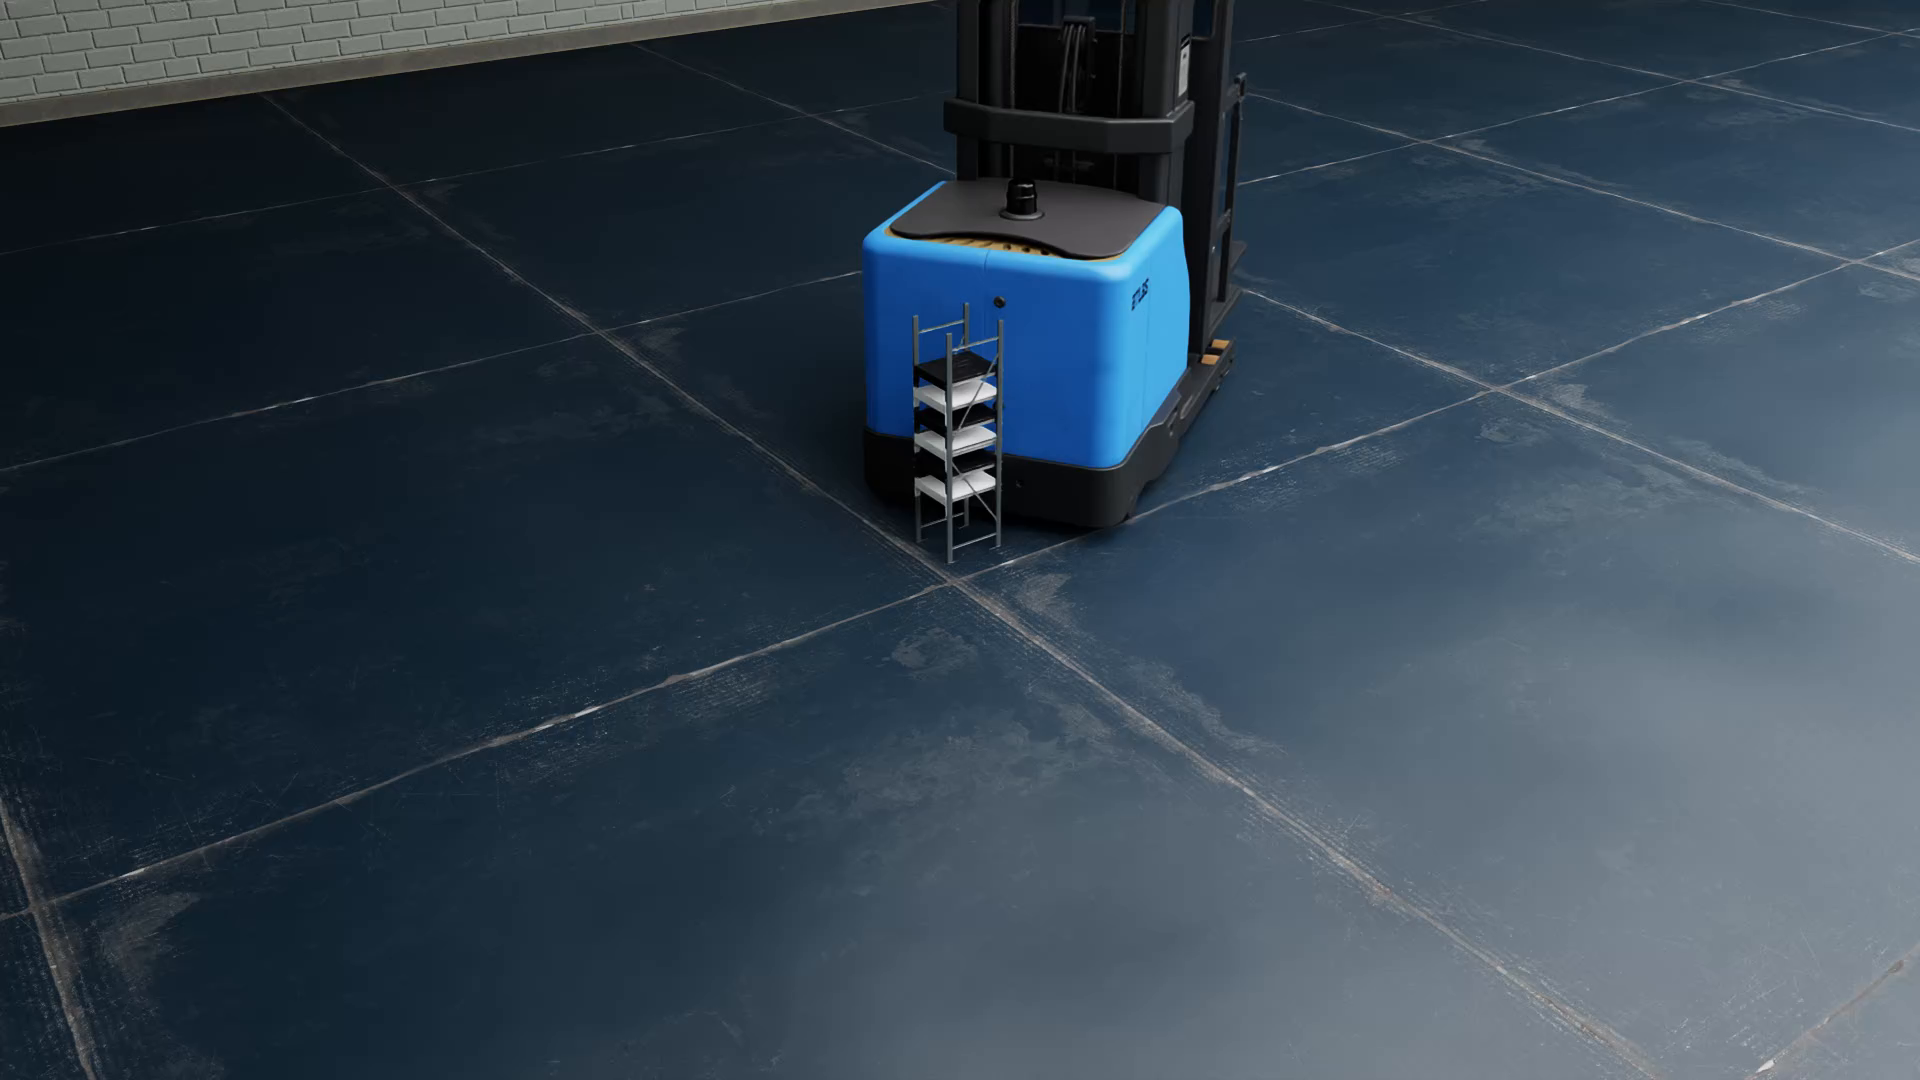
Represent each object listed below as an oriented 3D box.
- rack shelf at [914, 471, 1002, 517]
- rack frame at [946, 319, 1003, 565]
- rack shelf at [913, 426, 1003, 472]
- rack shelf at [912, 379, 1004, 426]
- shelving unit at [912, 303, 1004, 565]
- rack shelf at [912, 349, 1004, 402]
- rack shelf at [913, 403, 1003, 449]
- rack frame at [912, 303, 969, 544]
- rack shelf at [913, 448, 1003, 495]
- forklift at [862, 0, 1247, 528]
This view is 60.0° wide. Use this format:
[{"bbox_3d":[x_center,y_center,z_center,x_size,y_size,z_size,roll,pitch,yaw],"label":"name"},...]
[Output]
[{"bbox_3d":[-0.007,-0.189,6.103,0.258,0.077,0.200,-19,34,-31],"label":"rack shelf"},{"bbox_3d":[0.052,-0.337,5.928,0.240,0.900,0.006,-19,34,-31],"label":"rack frame"},{"bbox_3d":[-0.007,-0.347,6.017,0.258,0.077,0.200,-19,34,-31],"label":"rack shelf"},{"bbox_3d":[-0.007,-0.506,5.931,0.258,0.077,0.200,-19,34,-31],"label":"rack shelf"},{"bbox_3d":[-0.007,-0.377,6.001,0.258,0.900,0.210,-19,34,-31],"label":"shelving unit"},{"bbox_3d":[-0.007,-0.585,5.888,0.258,0.077,0.200,-19,34,-31],"label":"rack shelf"},{"bbox_3d":[-0.007,-0.427,5.974,0.258,0.077,0.200,-19,34,-31],"label":"rack shelf"},{"bbox_3d":[-0.067,-0.416,6.074,0.240,0.900,0.006,-19,34,-31],"label":"rack frame"},{"bbox_3d":[-0.007,-0.268,6.060,0.258,0.077,0.200,-19,34,-31],"label":"rack shelf"},{"bbox_3d":[0.627,-2.019,6.897,1.130,2.935,3.031,10,30,18],"label":"forklift"}]
